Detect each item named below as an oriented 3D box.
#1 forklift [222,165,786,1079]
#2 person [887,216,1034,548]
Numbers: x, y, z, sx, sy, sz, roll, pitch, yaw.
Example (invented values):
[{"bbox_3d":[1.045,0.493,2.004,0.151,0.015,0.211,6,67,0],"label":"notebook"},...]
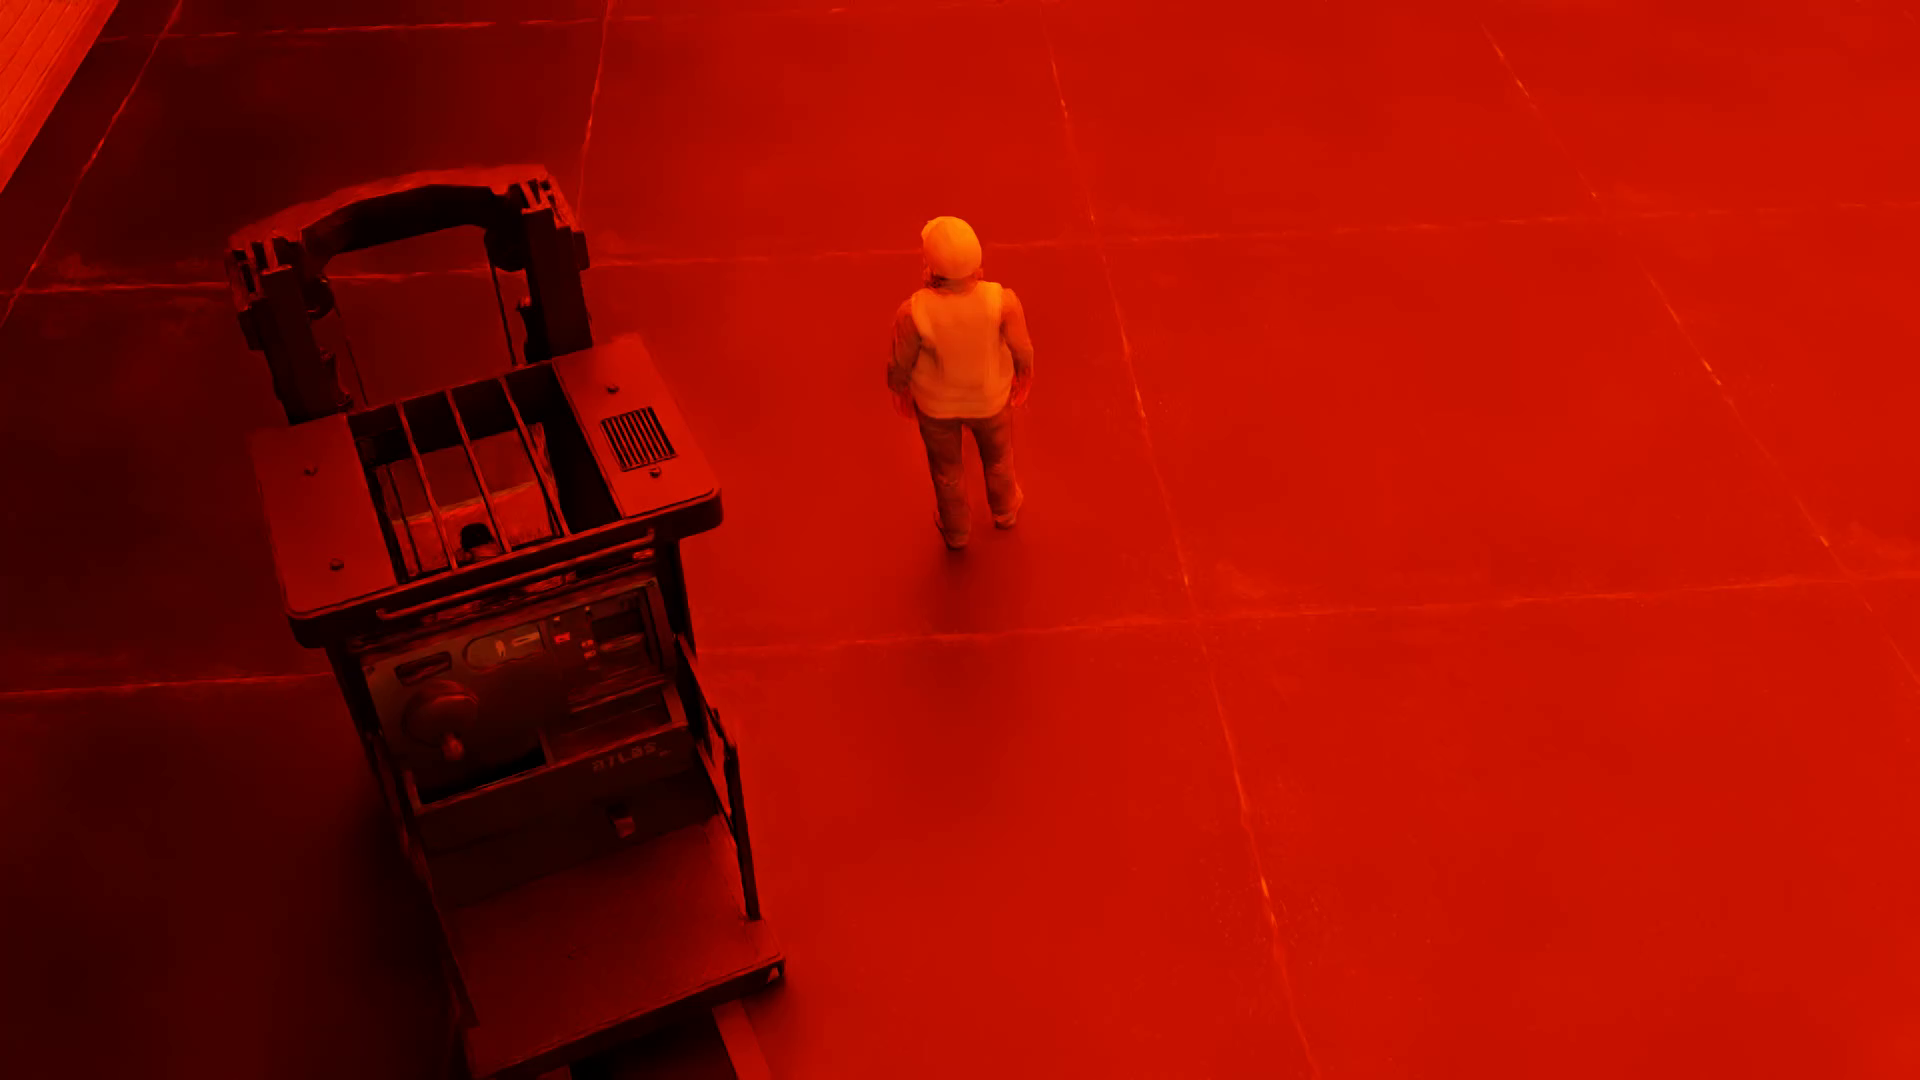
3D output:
[{"bbox_3d":[-1.285,0.491,5.098,1.130,2.935,3.031,-18,47,-18],"label":"forklift"},{"bbox_3d":[0.003,-0.690,7.157,0.632,1.773,0.567,-3,44,-3],"label":"person"}]
